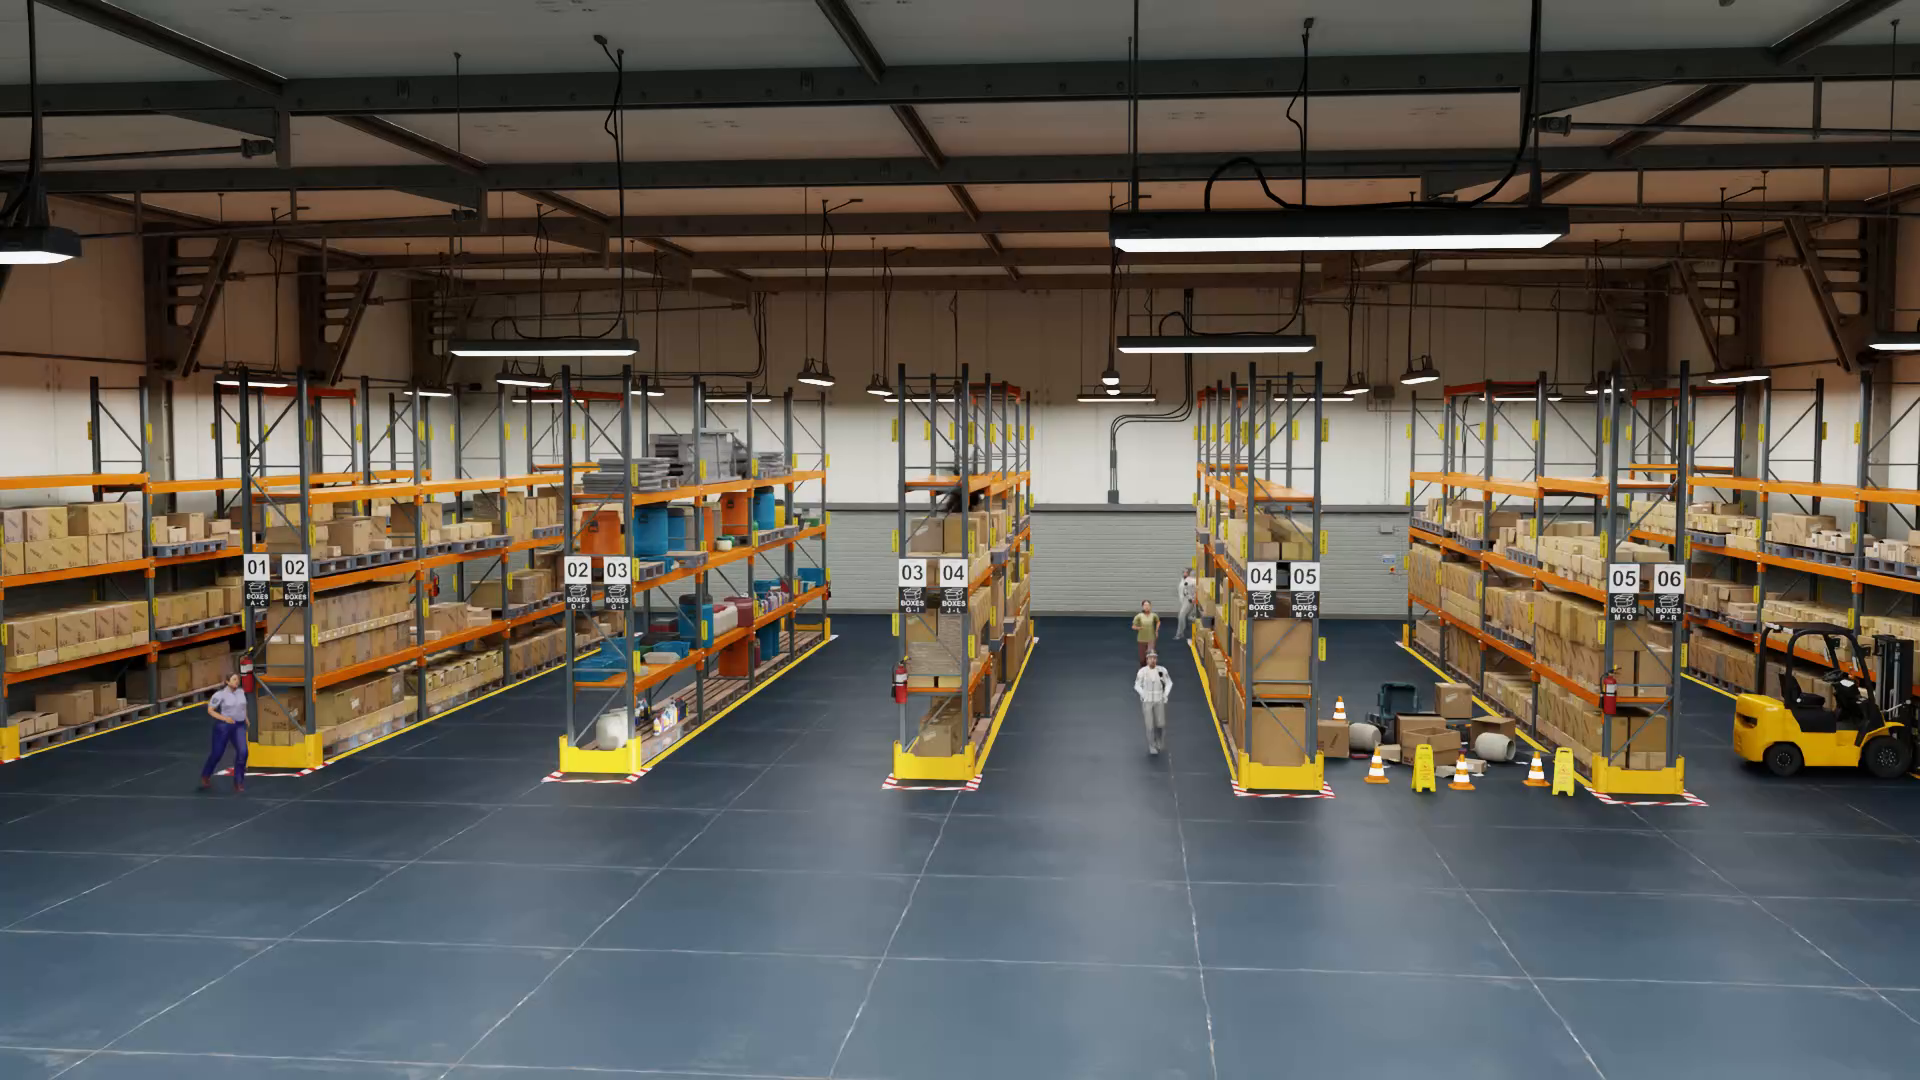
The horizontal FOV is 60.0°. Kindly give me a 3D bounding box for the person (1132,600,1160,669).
[{"bbox_3d":[3.687,2.016,32.905,0.574,1.662,0.941,0,4,3],"label":"person"}]

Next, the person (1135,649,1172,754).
[{"bbox_3d":[3.006,2.515,25.804,0.585,1.647,0.528,0,4,4],"label":"person"}]

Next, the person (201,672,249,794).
[{"bbox_3d":[-10.258,2.699,23.396,0.850,1.659,0.654,3,5,38],"label":"person"}]

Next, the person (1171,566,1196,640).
[{"bbox_3d":[5.564,1.531,40.489,0.940,1.799,0.694,-1,4,-15],"label":"person"}]
